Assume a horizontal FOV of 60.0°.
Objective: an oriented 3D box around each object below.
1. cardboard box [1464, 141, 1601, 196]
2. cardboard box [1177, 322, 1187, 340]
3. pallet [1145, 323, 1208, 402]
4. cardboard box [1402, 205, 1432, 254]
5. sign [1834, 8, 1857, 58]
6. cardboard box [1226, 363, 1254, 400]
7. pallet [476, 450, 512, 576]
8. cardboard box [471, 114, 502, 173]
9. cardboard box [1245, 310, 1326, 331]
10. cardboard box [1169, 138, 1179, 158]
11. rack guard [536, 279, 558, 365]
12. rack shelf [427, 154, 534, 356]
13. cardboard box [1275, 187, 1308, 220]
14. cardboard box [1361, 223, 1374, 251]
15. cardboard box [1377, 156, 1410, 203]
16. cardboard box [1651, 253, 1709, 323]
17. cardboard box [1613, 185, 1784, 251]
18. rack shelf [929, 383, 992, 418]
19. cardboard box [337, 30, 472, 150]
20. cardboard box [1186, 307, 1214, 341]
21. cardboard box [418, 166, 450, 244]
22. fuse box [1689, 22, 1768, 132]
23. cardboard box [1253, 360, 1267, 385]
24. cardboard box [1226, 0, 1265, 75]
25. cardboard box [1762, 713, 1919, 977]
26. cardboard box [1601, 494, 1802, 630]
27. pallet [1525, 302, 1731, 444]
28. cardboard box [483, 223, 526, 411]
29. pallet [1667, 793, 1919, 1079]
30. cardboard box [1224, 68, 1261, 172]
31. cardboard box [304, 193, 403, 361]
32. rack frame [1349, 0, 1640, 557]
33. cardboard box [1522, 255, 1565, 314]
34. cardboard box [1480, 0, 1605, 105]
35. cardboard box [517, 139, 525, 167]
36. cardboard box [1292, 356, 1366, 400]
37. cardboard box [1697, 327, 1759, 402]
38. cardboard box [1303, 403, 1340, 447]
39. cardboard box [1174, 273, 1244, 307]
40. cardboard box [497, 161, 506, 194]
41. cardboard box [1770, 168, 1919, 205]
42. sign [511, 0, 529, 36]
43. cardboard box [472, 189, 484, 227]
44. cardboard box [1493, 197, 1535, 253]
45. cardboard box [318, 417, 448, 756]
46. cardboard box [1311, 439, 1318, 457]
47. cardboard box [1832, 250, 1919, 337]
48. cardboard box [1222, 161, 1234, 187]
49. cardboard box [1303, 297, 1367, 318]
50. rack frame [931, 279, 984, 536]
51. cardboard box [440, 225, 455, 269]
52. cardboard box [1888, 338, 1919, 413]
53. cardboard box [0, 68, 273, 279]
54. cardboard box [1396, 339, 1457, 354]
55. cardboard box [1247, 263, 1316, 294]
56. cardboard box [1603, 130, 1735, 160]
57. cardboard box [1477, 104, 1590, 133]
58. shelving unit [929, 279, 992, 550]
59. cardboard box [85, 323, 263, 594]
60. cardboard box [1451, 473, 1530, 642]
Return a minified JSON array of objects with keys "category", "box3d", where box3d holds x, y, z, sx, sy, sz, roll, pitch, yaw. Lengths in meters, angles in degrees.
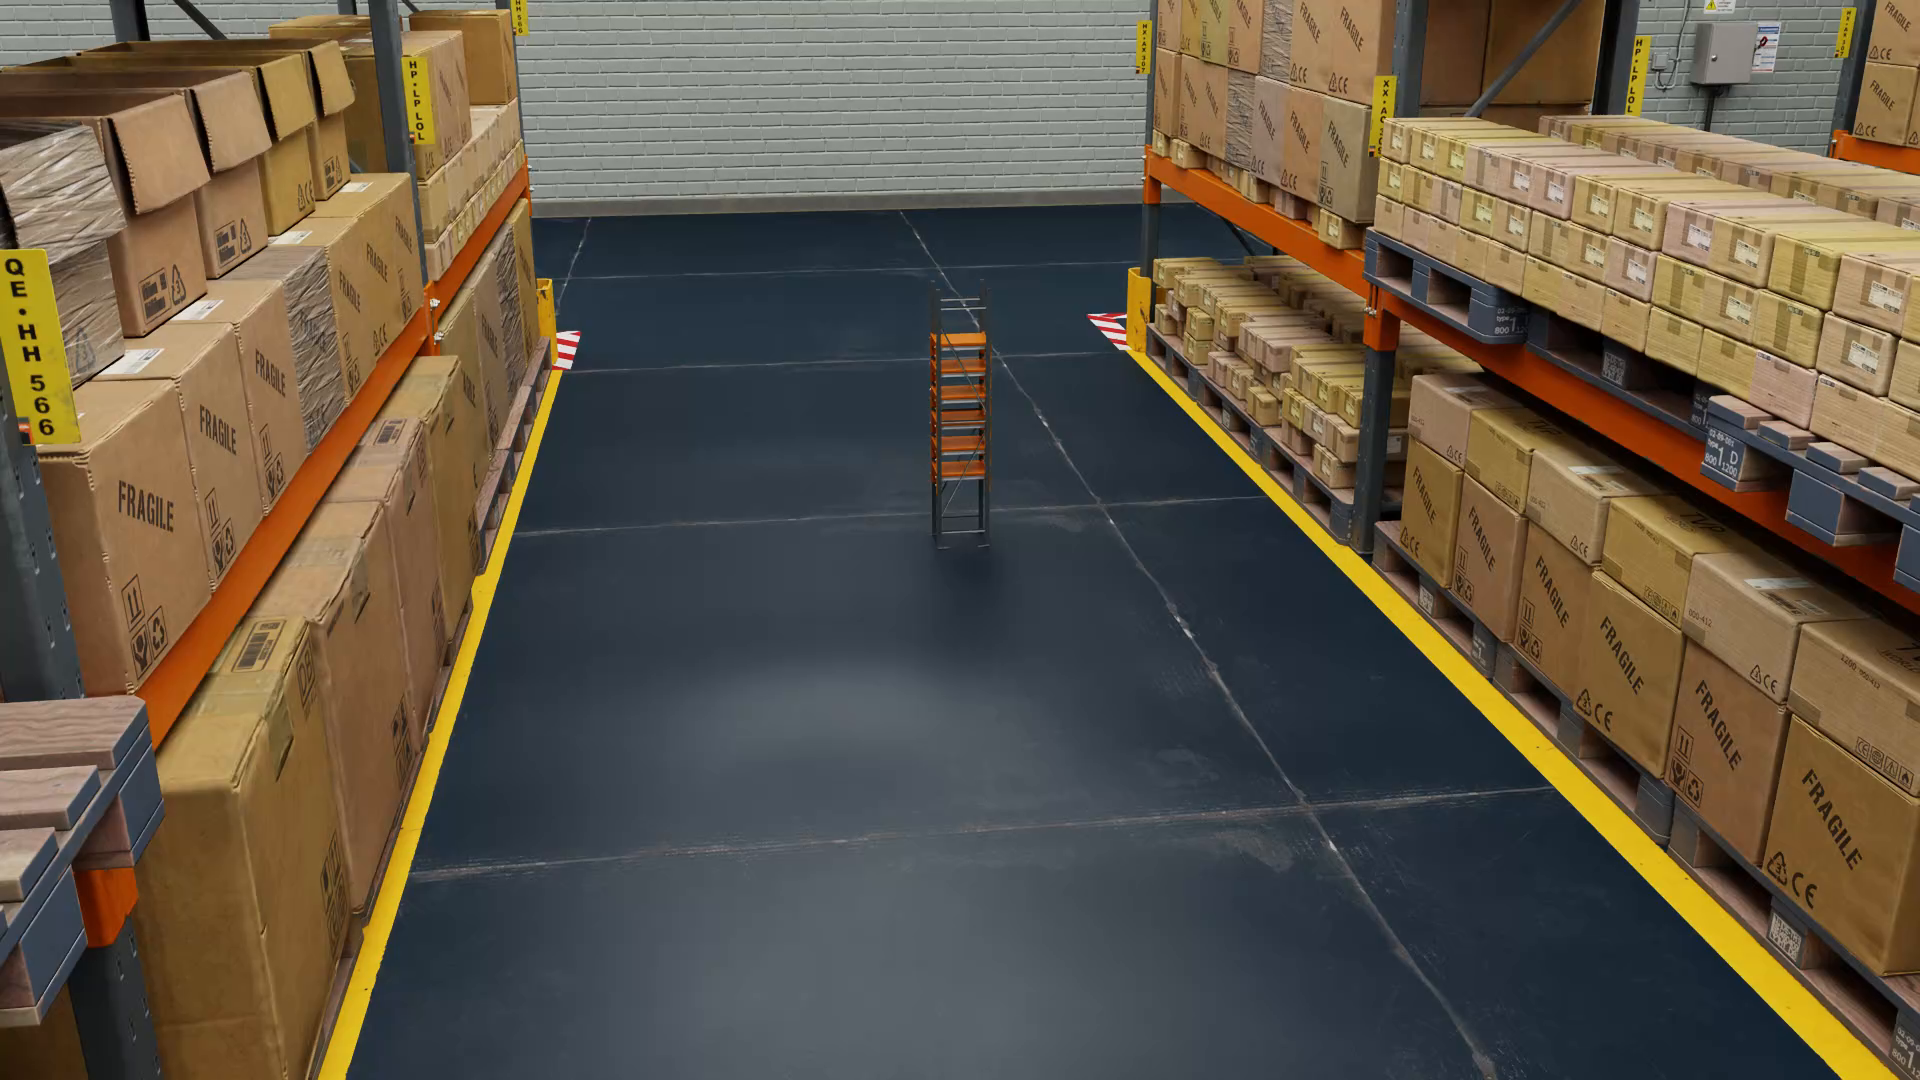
[{"category":"cardboard box","box3d":[2.004,-1.304,5.829,0.380,0.149,0.250,-3,21,-8]},{"category":"cardboard box","box3d":[1.589,-1.339,10.490,0.380,0.149,0.250,-3,21,-8]},{"category":"pallet","box3d":[1.805,-1.147,10.484,1.003,0.211,1.213,-3,21,-8]},{"category":"cardboard box","box3d":[1.936,-1.201,6.404,0.380,0.149,0.250,-3,21,-7]},{"category":"sign","box3d":[6.045,-3.464,11.352,0.100,0.325,0.005,-3,21,-8]},{"category":"cardboard box","box3d":[1.707,-0.891,9.289,0.380,0.149,0.250,-3,21,-8]},{"category":"pallet","box3d":[-2.667,-0.123,7.744,1.003,0.211,1.213,-3,21,-8]},{"category":"cardboard box","box3d":[-2.732,-2.110,8.868,0.500,0.250,0.500,-4,21,-10]},{"category":"cardboard box","box3d":[1.791,-1.167,9.177,0.380,0.149,0.250,-3,21,-8]},{"category":"cardboard box","box3d":[1.512,-2.430,10.294,0.380,0.149,0.250,-2,21,-6]},{"category":"rack guard","box3d":[-3.214,-1.384,10.708,1.175,0.500,0.348,-3,21,-8]},{"category":"rack shelf","box3d":[-2.923,-1.518,8.521,1.077,0.370,4.000,-3,21,-8]},{"category":"cardboard box","box3d":[1.810,-1.709,8.364,0.380,0.149,0.250,-4,21,-10]},{"category":"cardboard box","box3d":[2.016,-1.347,7.394,0.380,0.149,0.250,-3,21,-8]},{"category":"cardboard box","box3d":[1.890,-1.436,6.608,0.380,0.149,0.250,-3,21,-7]},{"category":"cardboard box","box3d":[2.193,-0.715,4.678,0.380,0.149,0.250,-3,21,-8]},{"category":"cardboard box","box3d":[2.156,-0.945,4.867,0.380,0.149,0.250,-2,21,-5]},{"category":"rack shelf","box3d":[0.002,-0.628,7.466,0.258,0.103,0.180,-3,21,-8]},{"category":"cardboard box","box3d":[-2.593,-2.112,7.802,0.500,0.500,0.500,-4,21,-9]},{"category":"cardboard box","box3d":[1.569,-1.296,9.949,0.380,0.149,0.250,-2,21,-6]},{"category":"cardboard box","box3d":[-2.443,-1.407,6.986,0.500,0.250,0.500,-3,21,-9]},{"category":"fuse box","box3d":[7.859,-4.450,17.185,0.539,1.711,0.414,-3,21,-8]},{"category":"cardboard box","box3d":[1.807,-0.929,8.965,0.380,0.149,0.250,-4,21,-10]},{"category":"cardboard box","box3d":[1.723,-2.716,8.704,0.500,0.500,0.500,-4,21,-9]},{"category":"cardboard box","box3d":[2.511,0.767,4.347,0.500,0.500,0.500,-3,21,-8]},{"category":"cardboard box","box3d":[2.366,0.056,5.180,0.500,0.250,0.500,-2,21,-6]},{"category":"pallet","box3d":[2.539,-0.586,5.272,1.003,0.211,1.213,-3,21,-8]},{"category":"cardboard box","box3d":[-2.908,-1.216,9.121,0.875,0.875,0.875,-3,21,-8]},{"category":"pallet","box3d":[2.754,1.043,4.621,1.003,0.211,1.213,-3,21,-8]},{"category":"cardboard box","box3d":[1.743,-2.249,8.882,0.500,0.500,0.500,-3,21,-9]},{"category":"cardboard box","box3d":[-2.232,-0.889,5.667,0.500,0.500,0.500,-2,21,-6]},{"category":"rack frame","box3d":[2.288,-1.377,7.117,1.000,3.000,0.127,-3,21,-8]},{"category":"cardboard box","box3d":[2.084,-0.845,5.450,0.380,0.149,0.250,-3,21,-9]},{"category":"cardboard box","box3d":[2.464,-2.200,7.324,0.500,0.500,0.500,-2,21,-6]},{"category":"cardboard box","box3d":[-2.834,-2.323,10.007,0.380,0.149,0.250,-3,21,-7]},{"category":"cardboard box","box3d":[1.860,-0.800,8.194,0.380,0.149,0.250,-3,21,-8]},{"category":"cardboard box","box3d":[2.235,-0.481,4.475,0.380,0.149,0.250,-3,21,-8]},{"category":"cardboard box","box3d":[1.877,-0.564,7.988,0.380,0.149,0.250,-4,21,-10]},{"category":"cardboard box","box3d":[1.519,-1.521,10.124,0.380,0.149,0.250,-3,21,-8]},{"category":"cardboard box","box3d":[-2.685,-1.969,9.061,0.380,0.149,0.250,-3,21,-9]},{"category":"cardboard box","box3d":[2.767,-1.062,5.180,0.380,0.149,0.250,-3,21,-9]},{"category":"sign","box3d":[-2.672,-3.223,10.065,0.100,0.325,0.005,-3,21,-8]},{"category":"cardboard box","box3d":[-2.535,-1.612,8.105,0.380,0.149,0.250,-3,21,-7]},{"category":"cardboard box","box3d":[2.046,-1.074,5.638,0.380,0.149,0.250,-2,21,-6]},{"category":"cardboard box","box3d":[-2.393,0.166,5.420,1.225,0.875,0.875,-4,21,-10]},{"category":"cardboard box","box3d":[1.940,-0.451,8.112,0.380,0.149,0.250,-2,21,-6]},{"category":"cardboard box","box3d":[2.307,-0.584,3.901,0.380,0.149,0.250,-3,21,-8]},{"category":"cardboard box","box3d":[1.693,-2.069,9.328,0.380,0.149,0.250,-3,21,-9]},{"category":"cardboard box","box3d":[2.178,-1.279,9.477,0.380,0.149,0.250,-4,21,-10]},{"category":"rack frame","box3d":[-0.011,-0.589,7.578,0.240,1.200,0.006,-3,21,-8]},{"category":"cardboard box","box3d":[-2.386,-1.255,7.147,0.380,0.149,0.250,-4,21,-10]},{"category":"cardboard box","box3d":[2.343,-0.359,3.724,0.380,0.149,0.250,-2,21,-7]},{"category":"cardboard box","box3d":[-2.342,-1.006,4.545,0.797,0.503,0.637,-2,21,-6]},{"category":"cardboard box","box3d":[2.317,-0.920,8.515,0.380,0.149,0.250,-3,21,-9]},{"category":"cardboard box","box3d":[2.018,-1.642,10.449,0.380,0.149,0.250,-3,21,-7]},{"category":"cardboard box","box3d":[2.614,-1.423,6.149,0.380,0.149,0.250,-4,21,-9]},{"category":"cardboard box","box3d":[2.466,-1.748,7.540,0.500,0.500,0.500,-3,21,-9]},{"category":"shelving unit","box3d":[0.002,-0.557,7.493,0.258,1.200,0.189,-3,21,-8]},{"category":"cardboard box","box3d":[-1.935,-0.185,3.780,0.500,0.500,0.500,-3,21,-9]},{"category":"cardboard box","box3d":[2.210,0.049,6.270,0.500,0.500,0.500,-2,21,-5]}]
